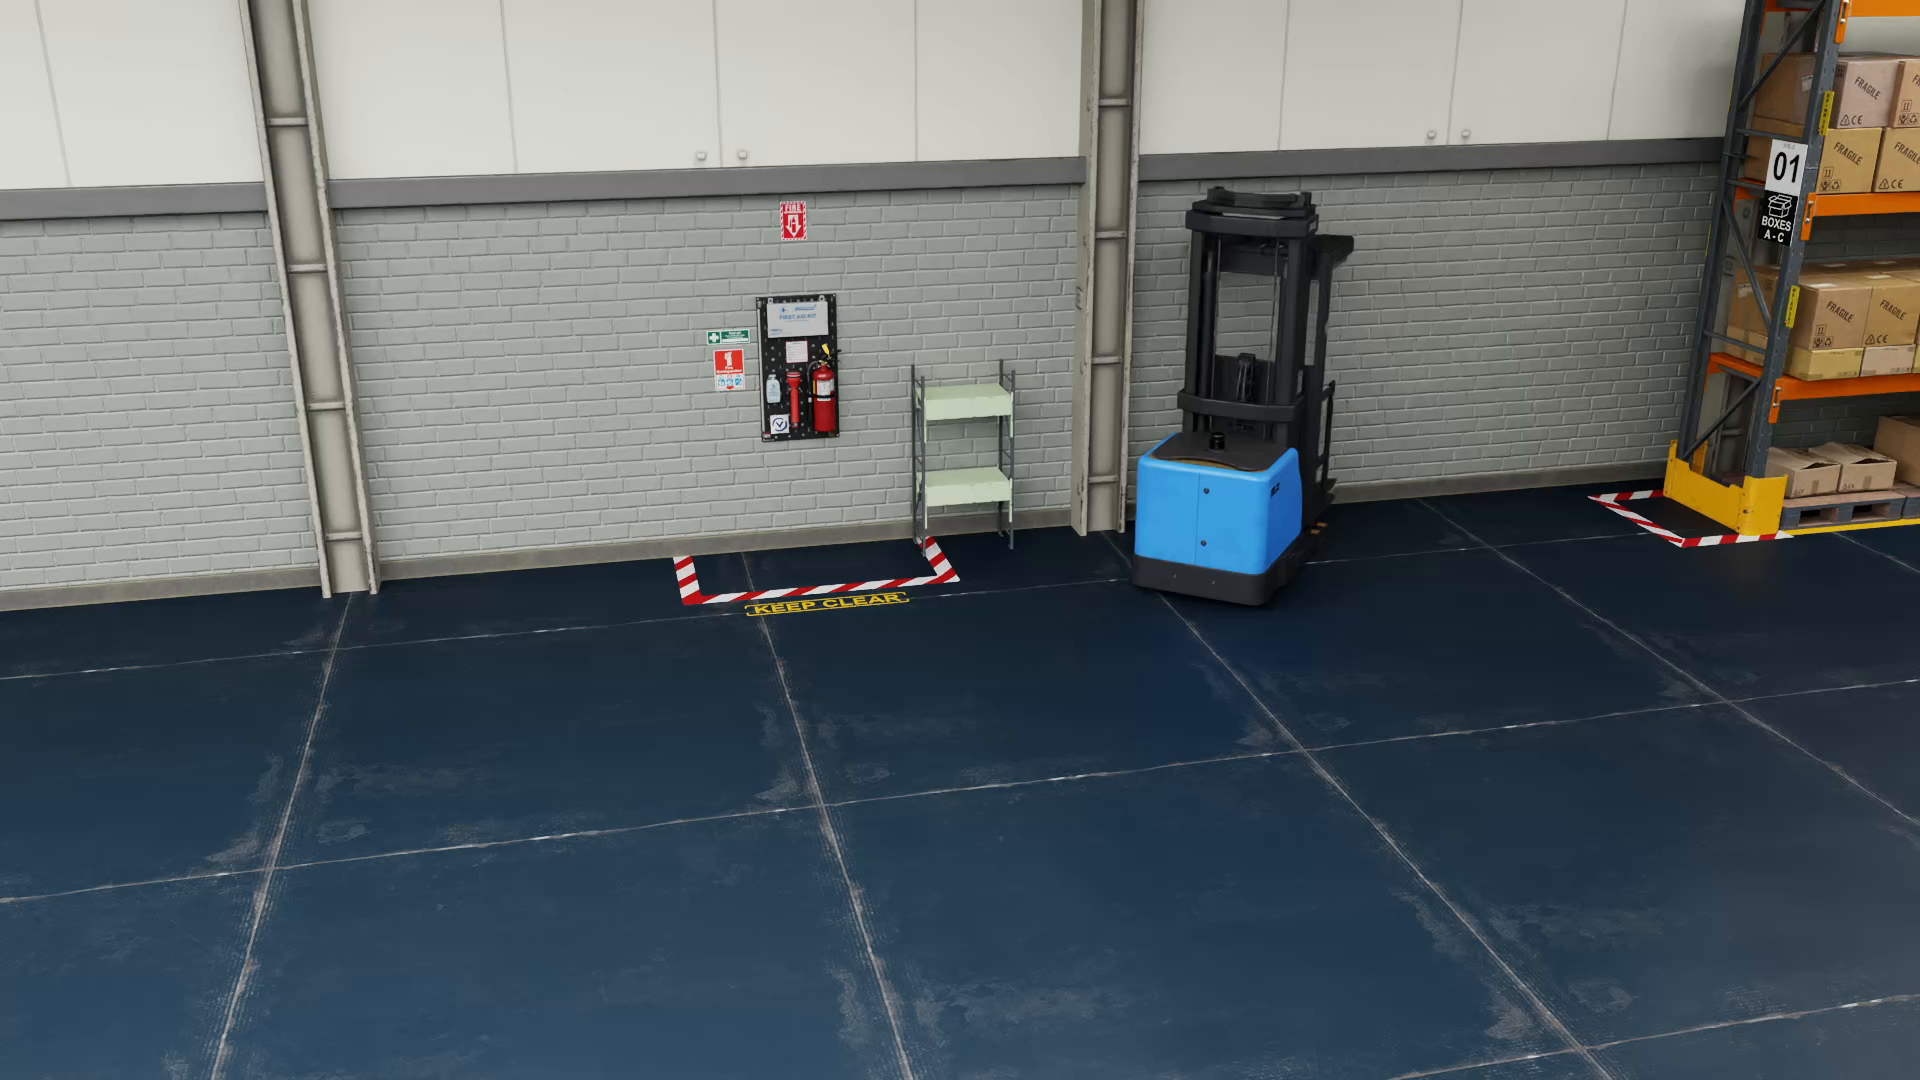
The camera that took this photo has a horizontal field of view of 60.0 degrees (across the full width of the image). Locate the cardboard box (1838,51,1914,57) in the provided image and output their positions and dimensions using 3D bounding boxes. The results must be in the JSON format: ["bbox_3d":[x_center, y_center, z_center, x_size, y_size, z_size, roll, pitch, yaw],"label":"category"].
[{"bbox_3d":[7.409,-3.743,13.684,0.500,0.500,0.500,-3,20,-9],"label":"cardboard box"}]

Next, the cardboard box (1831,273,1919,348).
[{"bbox_3d":[7.539,-1.905,13.752,0.500,0.500,0.500,-5,21,-12],"label":"cardboard box"}]

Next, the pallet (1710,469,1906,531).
[{"bbox_3d":[7.394,-0.390,14.572,1.213,0.211,1.003,-5,21,-12],"label":"pallet"}]

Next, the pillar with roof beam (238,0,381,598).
[{"bbox_3d":[-3.684,-2.412,7.315,0.400,9.000,9.100,-5,21,-12],"label":"pillar with roof beam"}]

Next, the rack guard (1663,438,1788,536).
[{"bbox_3d":[6.596,-0.473,14.379,0.348,0.500,1.175,-5,21,-12],"label":"rack guard"}]

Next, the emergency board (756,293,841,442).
[{"bbox_3d":[-1.249,-1.328,13.078,0.643,1.169,0.194,-5,21,-12],"label":"emergency board"}]

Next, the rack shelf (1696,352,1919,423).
[{"bbox_3d":[8.468,-1.461,14.488,4.000,0.370,1.077,-5,21,-12],"label":"rack shelf"}]

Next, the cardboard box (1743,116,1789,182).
[{"bbox_3d":[6.869,-3.223,13.717,0.500,0.500,0.500,-3,20,-9],"label":"cardboard box"}]

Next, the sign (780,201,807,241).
[{"bbox_3d":[-1.280,-2.449,12.769,0.199,0.298,0.001,-5,21,-12],"label":"sign"}]

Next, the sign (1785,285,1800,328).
[{"bbox_3d":[6.647,-1.865,13.288,0.005,0.325,0.100,-5,21,-12],"label":"sign"}]

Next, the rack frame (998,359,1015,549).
[{"bbox_3d":[0.378,-0.697,13.536,0.023,1.500,0.400,-5,21,-13],"label":"rack frame"}]

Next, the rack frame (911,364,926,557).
[{"bbox_3d":[-0.333,-0.637,13.372,0.023,1.500,0.400,-5,21,-13],"label":"rack frame"}]

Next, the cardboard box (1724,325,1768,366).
[{"bbox_3d":[6.932,-1.681,14.233,0.500,0.250,0.500,-4,21,-12],"label":"cardboard box"}]

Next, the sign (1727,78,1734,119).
[{"bbox_3d":[6.413,-3.652,13.776,0.005,0.325,0.100,-5,21,-12],"label":"sign"}]

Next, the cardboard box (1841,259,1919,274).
[{"bbox_3d":[7.926,-2.119,14.337,0.500,0.500,0.500,-5,21,-14],"label":"cardboard box"}]

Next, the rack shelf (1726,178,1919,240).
[{"bbox_3d":[8.468,-2.870,13.972,4.000,0.370,1.077,-5,21,-12],"label":"rack shelf"}]

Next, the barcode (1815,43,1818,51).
[{"bbox_3d":[7.098,-4.071,13.734,0.075,0.075,0.001,-5,21,-12],"label":"barcode"}]

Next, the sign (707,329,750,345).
[{"bbox_3d":[-1.804,-1.582,12.949,0.331,0.109,0.001,-5,21,-12],"label":"sign"}]

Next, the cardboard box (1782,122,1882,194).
[{"bbox_3d":[6.905,-3.048,13.239,0.500,0.500,0.500,-4,21,-11],"label":"cardboard box"}]

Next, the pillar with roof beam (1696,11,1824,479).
[{"bbox_3d":[7.994,-3.361,9.908,0.400,9.000,9.100,-5,21,-12],"label":"pillar with roof beam"}]

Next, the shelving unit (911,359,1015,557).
[{"bbox_3d":[0.022,-0.667,13.454,0.755,1.500,0.431,-5,21,-13],"label":"shelving unit"}]

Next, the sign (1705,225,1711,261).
[{"bbox_3d":[6.413,-2.520,14.190,0.005,0.325,0.100,-5,21,-12],"label":"sign"}]

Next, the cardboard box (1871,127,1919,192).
[{"bbox_3d":[7.435,-3.079,13.323,0.500,0.500,0.500,-3,20,-9],"label":"cardboard box"}]

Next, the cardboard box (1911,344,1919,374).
[{"bbox_3d":[8.069,-1.596,14.000,0.500,0.250,0.500,-5,21,-13],"label":"cardboard box"}]

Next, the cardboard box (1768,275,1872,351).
[{"bbox_3d":[7.055,-1.869,13.654,0.500,0.500,0.500,-5,21,-12],"label":"cardboard box"}]

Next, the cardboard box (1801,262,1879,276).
[{"bbox_3d":[7.424,-2.077,14.222,0.500,0.500,0.500,-4,21,-12],"label":"cardboard box"}]

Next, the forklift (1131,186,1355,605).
[{"bbox_3d":[2.421,-1.359,13.262,1.130,2.935,3.031,10,22,25],"label":"forklift"}]

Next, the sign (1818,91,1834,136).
[{"bbox_3d":[6.647,-3.278,12.770,0.005,0.325,0.100,-5,21,-12],"label":"sign"}]

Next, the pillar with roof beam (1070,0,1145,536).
[{"bbox_3d":[2.155,-2.887,8.612,0.400,9.000,9.100,-5,21,-12],"label":"pillar with roof beam"}]

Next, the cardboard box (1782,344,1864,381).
[{"bbox_3d":[7.070,-1.512,13.770,0.500,0.250,0.500,-5,21,-14],"label":"cardboard box"}]

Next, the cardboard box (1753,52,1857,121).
[{"bbox_3d":[6.881,-3.697,13.556,0.500,0.500,0.500,-4,20,-10],"label":"cardboard box"}]

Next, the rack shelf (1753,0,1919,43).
[{"bbox_3d":[8.468,-4.276,13.457,4.000,0.370,1.077,-5,21,-12],"label":"rack shelf"}]

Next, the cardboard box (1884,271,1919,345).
[{"bbox_3d":[8.043,-1.943,13.858,0.500,0.500,0.500,-5,21,-14],"label":"cardboard box"}]

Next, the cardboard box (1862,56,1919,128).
[{"bbox_3d":[7.452,-3.547,13.147,0.500,0.500,0.500,-5,21,-13],"label":"cardboard box"}]

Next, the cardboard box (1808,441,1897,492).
[{"bbox_3d":[7.770,-0.654,14.510,0.500,0.311,0.500,-3,20,-8],"label":"cardboard box"}]

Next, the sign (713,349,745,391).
[{"bbox_3d":[-1.811,-1.335,13.047,0.234,0.329,0.001,-5,21,-12],"label":"sign"}]

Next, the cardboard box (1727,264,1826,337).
[{"bbox_3d":[6.931,-2.040,14.122,0.500,0.500,0.500,-5,21,-13],"label":"cardboard box"}]

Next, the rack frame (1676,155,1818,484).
[{"bbox_3d":[6.522,-1.641,13.932,0.127,3.000,1.000,-5,21,-12],"label":"rack frame"}]

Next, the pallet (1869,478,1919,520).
[{"bbox_3d":[8.579,-0.485,14.832,1.213,0.211,1.003,-5,21,-12],"label":"pallet"}]

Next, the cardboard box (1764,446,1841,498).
[{"bbox_3d":[7.216,-0.609,14.386,0.500,0.311,0.500,-7,21,-19],"label":"cardboard box"}]

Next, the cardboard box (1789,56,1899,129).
[{"bbox_3d":[6.952,-3.524,13.085,0.500,0.500,0.500,-6,21,-16],"label":"cardboard box"}]

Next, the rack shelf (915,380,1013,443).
[{"bbox_3d":[0.022,-1.033,13.320,0.720,0.370,0.431,-5,21,-13],"label":"rack shelf"}]

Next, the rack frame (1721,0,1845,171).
[{"bbox_3d":[6.522,-4.458,12.900,0.127,3.000,1.000,-5,21,-12],"label":"rack frame"}]

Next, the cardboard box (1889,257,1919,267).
[{"bbox_3d":[8.416,-2.159,14.446,0.500,0.500,0.500,-4,21,-12],"label":"cardboard box"}]

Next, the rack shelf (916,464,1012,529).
[{"bbox_3d":[0.022,-0.361,13.566,0.720,0.370,0.431,-5,21,-13],"label":"rack shelf"}]

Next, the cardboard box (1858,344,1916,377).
[{"bbox_3d":[7.572,-1.558,13.895,0.500,0.250,0.500,-5,21,-14],"label":"cardboard box"}]

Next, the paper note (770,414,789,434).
[{"bbox_3d":[-1.437,-0.923,13.255,0.142,0.148,0.016,-5,21,-12],"label":"paper note"}]

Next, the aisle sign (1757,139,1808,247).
[{"bbox_3d":[6.521,-2.755,13.195,0.004,0.787,0.394,-5,21,-12],"label":"aisle sign"}]

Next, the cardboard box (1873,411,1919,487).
[{"bbox_3d":[8.496,-0.785,14.590,0.500,0.500,0.700,-6,21,-16],"label":"cardboard box"}]
